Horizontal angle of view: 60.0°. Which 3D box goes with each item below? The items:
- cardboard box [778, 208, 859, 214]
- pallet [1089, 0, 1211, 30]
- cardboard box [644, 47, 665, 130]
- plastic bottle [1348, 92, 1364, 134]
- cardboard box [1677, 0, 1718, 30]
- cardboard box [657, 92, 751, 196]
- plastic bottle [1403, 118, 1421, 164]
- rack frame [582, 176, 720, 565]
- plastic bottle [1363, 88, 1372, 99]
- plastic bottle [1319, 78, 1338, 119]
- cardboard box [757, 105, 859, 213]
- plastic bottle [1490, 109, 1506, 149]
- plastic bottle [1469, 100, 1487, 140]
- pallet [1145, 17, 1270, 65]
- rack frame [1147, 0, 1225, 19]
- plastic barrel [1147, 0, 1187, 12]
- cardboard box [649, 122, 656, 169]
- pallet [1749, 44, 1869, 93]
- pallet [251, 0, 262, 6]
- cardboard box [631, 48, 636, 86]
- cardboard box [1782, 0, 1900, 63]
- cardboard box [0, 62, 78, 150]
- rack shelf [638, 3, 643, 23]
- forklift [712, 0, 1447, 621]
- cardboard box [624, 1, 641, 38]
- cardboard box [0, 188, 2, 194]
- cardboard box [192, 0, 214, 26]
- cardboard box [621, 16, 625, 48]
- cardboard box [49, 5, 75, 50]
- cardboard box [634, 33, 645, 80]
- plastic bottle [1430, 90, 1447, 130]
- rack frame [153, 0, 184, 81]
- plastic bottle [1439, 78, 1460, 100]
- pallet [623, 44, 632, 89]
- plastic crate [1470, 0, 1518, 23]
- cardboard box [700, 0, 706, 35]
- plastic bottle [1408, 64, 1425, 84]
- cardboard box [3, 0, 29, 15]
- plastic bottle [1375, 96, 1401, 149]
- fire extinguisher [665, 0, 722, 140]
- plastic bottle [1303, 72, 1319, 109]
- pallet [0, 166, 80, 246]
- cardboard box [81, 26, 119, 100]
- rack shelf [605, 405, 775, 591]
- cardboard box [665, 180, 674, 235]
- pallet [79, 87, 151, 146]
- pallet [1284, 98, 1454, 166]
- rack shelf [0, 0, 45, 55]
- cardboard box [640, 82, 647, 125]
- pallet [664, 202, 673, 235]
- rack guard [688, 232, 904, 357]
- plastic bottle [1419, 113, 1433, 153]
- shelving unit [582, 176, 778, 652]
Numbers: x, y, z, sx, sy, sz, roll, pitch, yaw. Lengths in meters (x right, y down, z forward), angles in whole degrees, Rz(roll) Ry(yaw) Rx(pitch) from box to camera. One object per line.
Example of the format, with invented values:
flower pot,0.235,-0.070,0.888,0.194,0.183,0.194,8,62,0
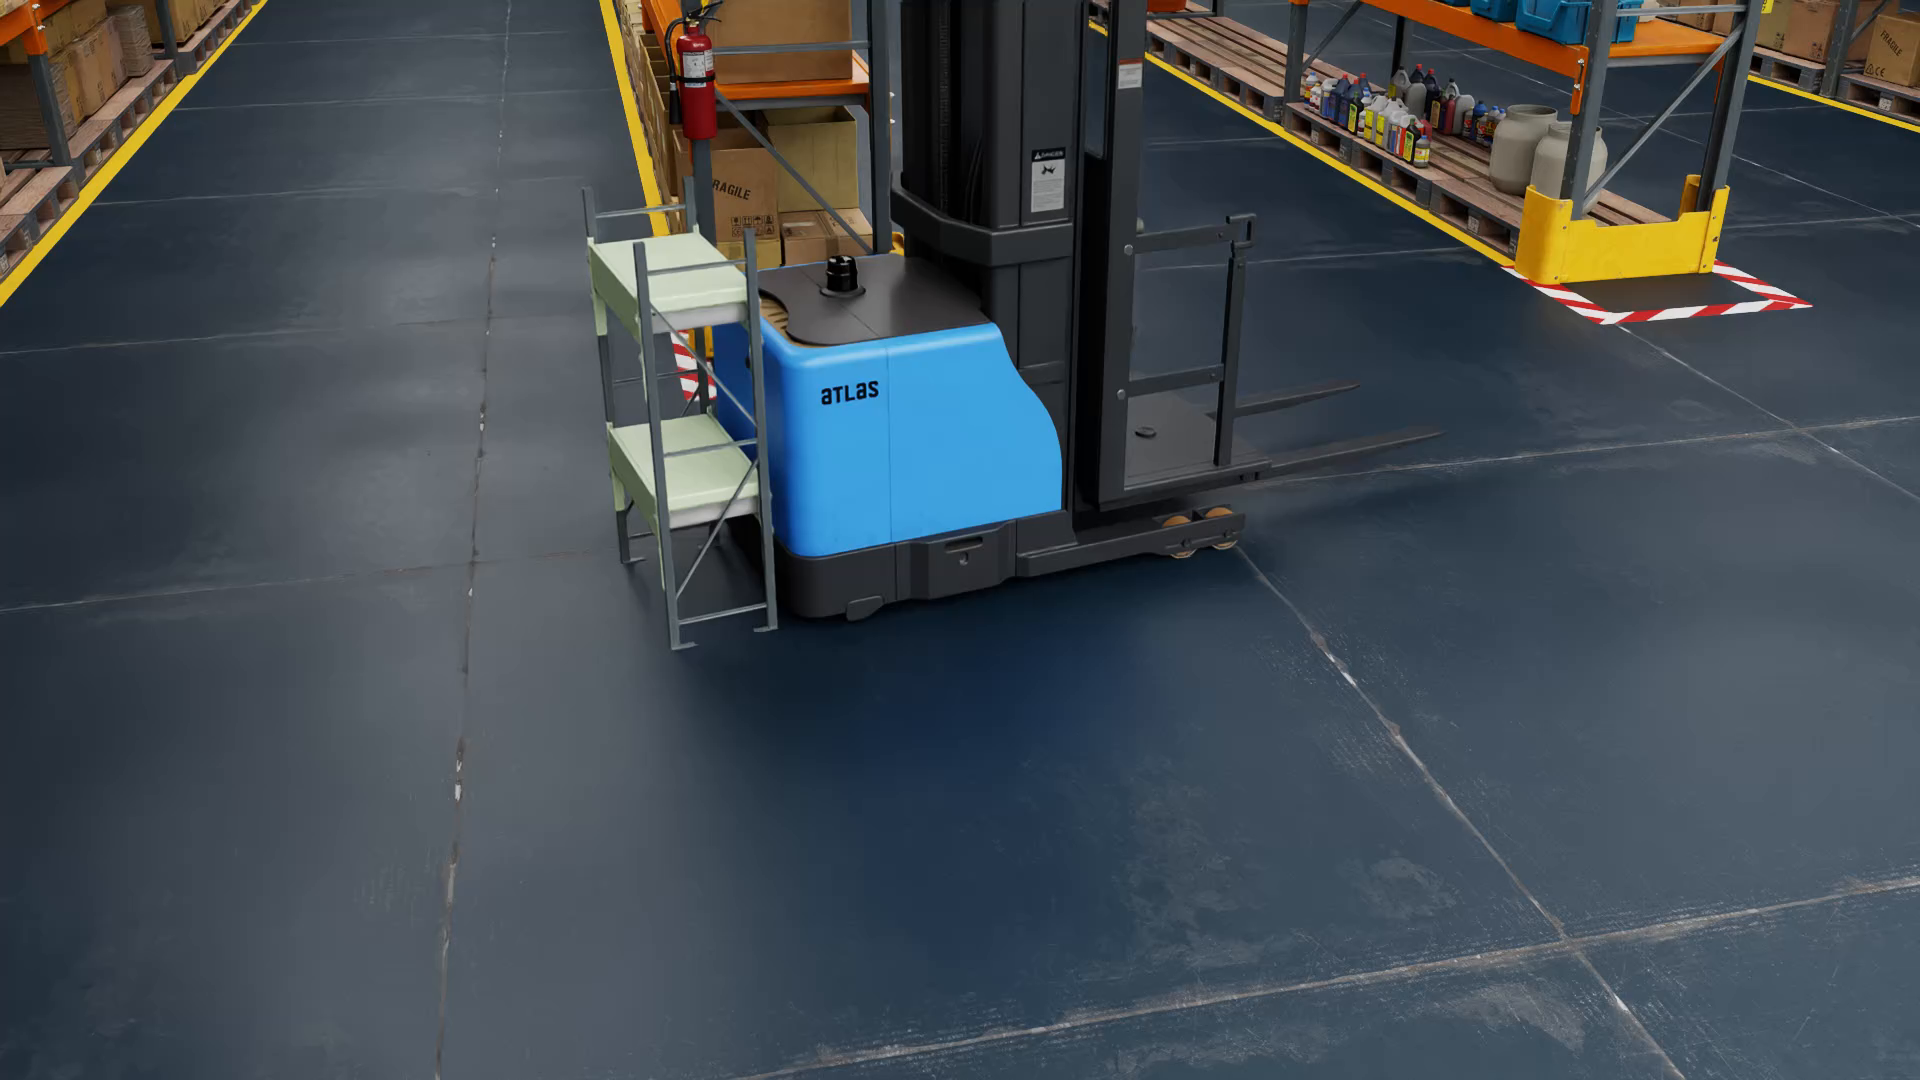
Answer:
cardboard box,-0.875,-1.863,9.698,0.500,0.250,0.500,-6,27,-12
pallet,1.951,-5.537,17.485,1.003,0.211,1.213,-6,27,-12
cardboard box,-1.836,-3.023,11.163,0.500,0.500,0.500,-6,27,-12
plastic bottle,2.888,-3.111,12.112,0.061,0.283,0.133,-5,27,-9
cardboard box,7.437,-5.241,16.090,0.700,0.500,0.500,-4,27,-7
cardboard box,-1.505,-2.364,9.857,0.500,0.500,0.500,-6,27,-12
plastic bottle,3.087,-2.723,11.341,0.061,0.283,0.133,-5,27,-10
rack frame,-1.154,-0.612,6.299,0.400,1.500,0.023,-11,29,-21
plastic bottle,2.999,-3.214,12.329,0.097,0.271,0.097,0,27,0
plastic bottle,2.815,-3.341,12.574,0.152,0.276,0.135,-5,27,-10
cardboard box,-0.873,-2.198,9.530,0.500,0.500,0.500,-6,27,-12
plastic bottle,3.790,-2.884,11.675,0.097,0.271,0.097,0,27,0
plastic bottle,3.722,-3.017,11.938,0.097,0.271,0.097,0,27,0
pallet,2.306,-4.851,16.126,1.003,0.211,1.213,-6,27,-12
rack frame,2.169,-6.440,16.179,1.000,3.000,0.127,-6,27,-12
plastic barrel,2.043,-5.871,16.996,0.600,0.830,0.708,-6,27,-12
cardboard box,-1.839,-2.688,11.332,0.500,0.250,0.500,-6,27,-12
pallet,7.719,-4.283,15.002,1.003,0.211,1.213,-6,27,-12
pallet,-8.479,-6.287,18.971,1.003,0.211,1.213,-6,27,-12
cardboard box,-2.473,-3.965,13.862,0.500,0.250,0.500,-5,27,-11
cardboard box,7.779,-4.539,14.699,0.700,0.500,0.500,-8,28,-16
cardboard box,-6.763,-3.080,11.808,0.700,0.500,0.500,-5,27,-10
rack shelf,-2.207,-4.739,13.609,1.077,0.370,4.000,-6,27,-12
forklift,0.588,-1.439,6.349,3.031,2.935,1.130,-11,29,-21
cardboard box,-2.586,-4.435,14.171,0.500,0.311,0.500,-7,28,-13
cardboard box,-6.309,-2.307,10.277,0.500,0.500,0.500,-8,28,-15
cardboard box,-7.712,-5.383,16.005,0.750,0.750,0.750,-6,27,-12
cardboard box,-2.826,-4.638,15.196,0.500,0.250,0.500,-6,27,-12
cardboard box,-6.987,-3.835,12.473,0.500,0.250,0.500,-7,28,-13
cardboard box,-2.250,-3.769,12.851,0.500,0.311,0.500,-5,27,-10
plastic bottle,3.519,-3.166,12.220,0.061,0.283,0.133,-6,27,-12
rack frame,-7.483,-5.434,14.186,1.000,3.000,0.127,-6,27,-12
plastic bottle,3.613,-3.218,12.248,0.144,0.351,0.185,-6,27,-12
pallet,-2.510,-4.328,15.091,1.003,0.211,1.213,-6,27,-12
plastic crate,3.427,-3.336,10.196,0.499,0.251,0.408,-6,27,-12
cardboard box,-1.070,-2.907,9.070,0.700,0.500,0.500,-5,27,-10
plastic bottle,3.497,-3.444,12.696,0.144,0.351,0.185,-7,28,-13
cardboard box,-6.179,-3.442,10.386,0.500,0.250,0.500,-6,27,-11
plastic bottle,3.029,-2.950,11.717,0.144,0.351,0.185,-5,27,-9
fire extinguisher,-1.280,-2.293,8.049,0.296,0.674,0.183,-6,27,-12
plastic bottle,2.716,-3.478,12.851,0.097,0.271,0.097,0,27,0
pallet,-6.396,-2.141,10.759,1.003,0.211,1.213,-6,27,-12
cardboard box,-7.127,-3.750,13.137,0.700,0.500,0.500,-6,27,-12
rack shelf,-1.005,-0.171,6.147,0.431,0.370,0.720,-11,29,-21
cardboard box,-1.502,-2.029,10.027,0.500,0.250,0.500,-6,27,-12
pallet,-7.037,-3.311,13.076,1.003,0.211,1.213,-6,27,-12
pallet,3.182,-3.140,12.736,1.003,0.211,1.213,-6,27,-12
rack shelf,-6.131,-2.478,9.130,1.077,0.370,4.000,-6,27,-12
cardboard box,-2.132,-3.295,12.534,0.500,0.250,0.500,-6,27,-12
pallet,-1.339,-2.047,10.572,1.003,0.211,1.213,-6,27,-12
rack guard,-0.849,-1.300,8.770,1.175,0.500,0.348,-6,27,-12
plastic bottle,3.205,-2.798,11.490,0.061,0.283,0.133,-6,27,-12
shelving unit,-1.005,-0.462,6.000,0.431,1.500,0.755,-11,29,-21
